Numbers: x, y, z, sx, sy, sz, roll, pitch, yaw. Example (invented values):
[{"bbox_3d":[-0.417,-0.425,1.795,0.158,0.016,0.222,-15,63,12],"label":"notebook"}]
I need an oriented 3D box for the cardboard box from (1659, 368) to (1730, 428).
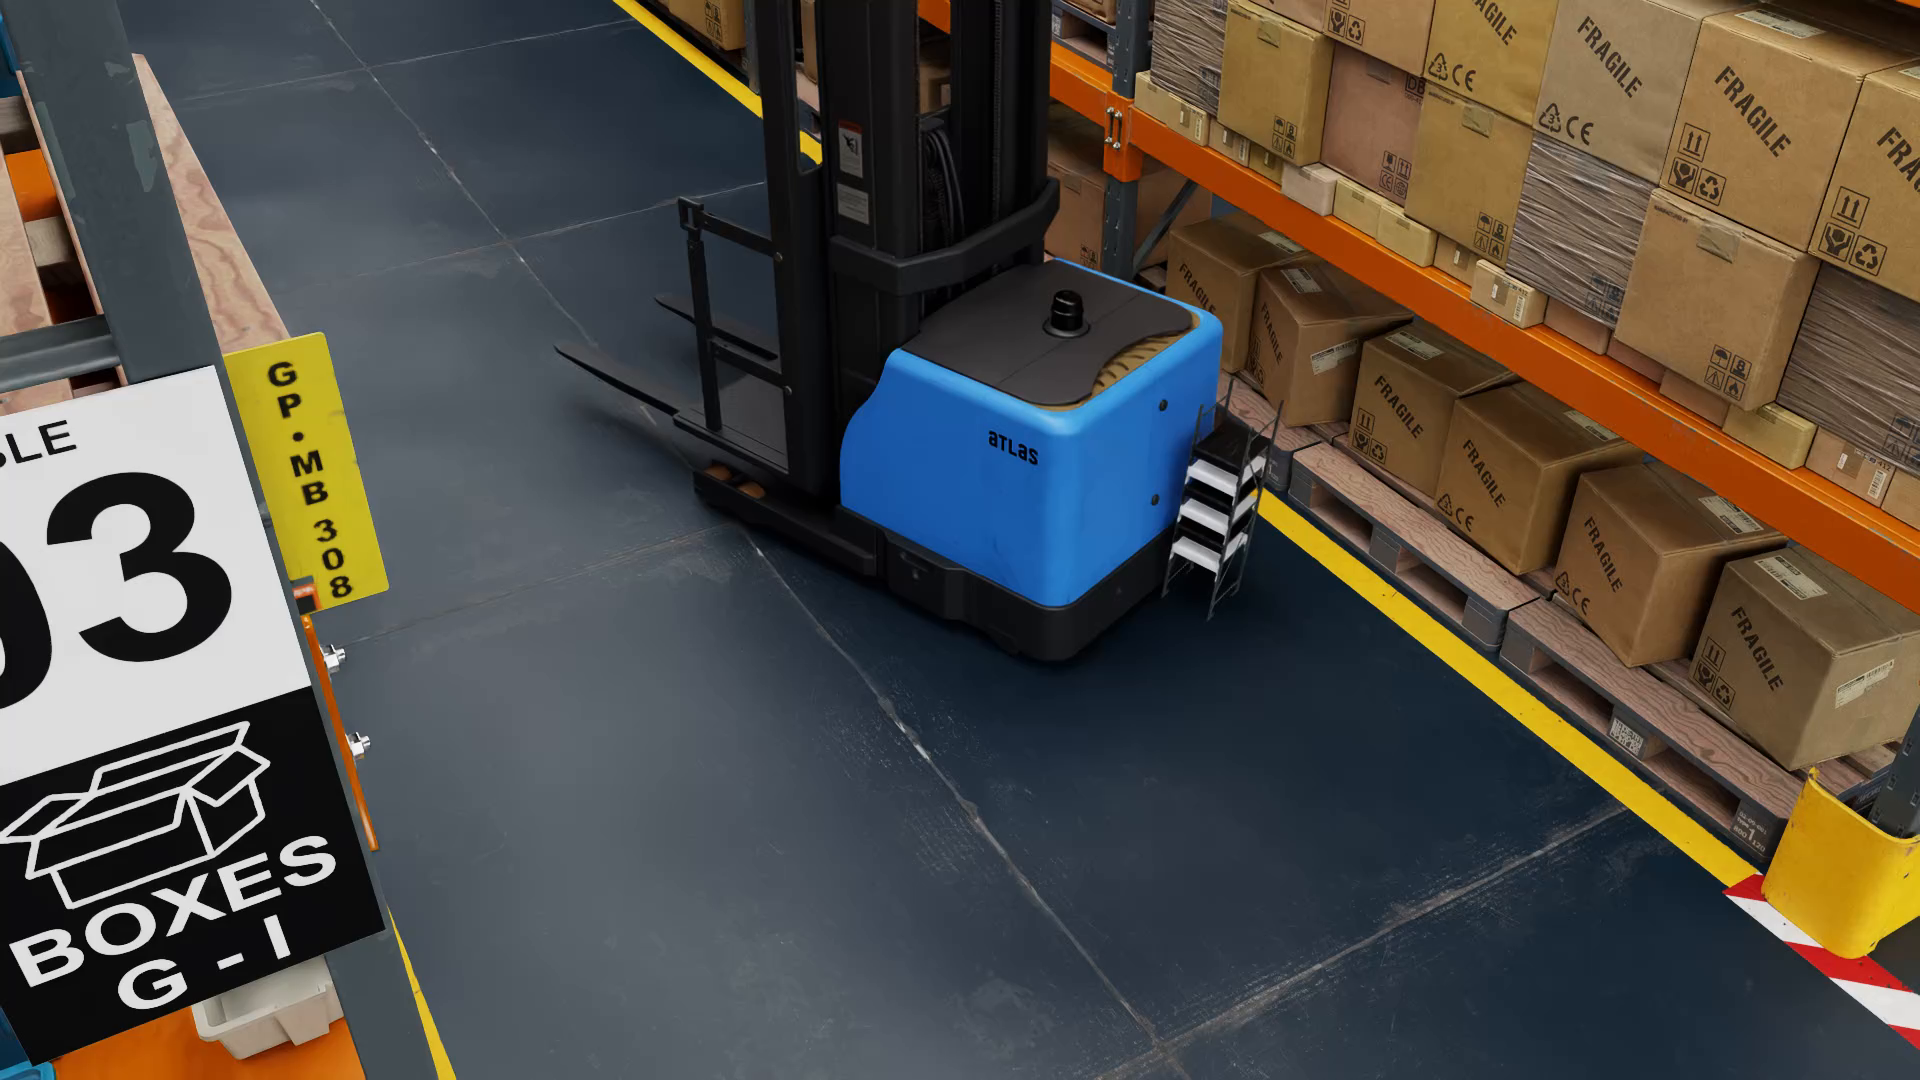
[{"bbox_3d":[2.395,-0.509,5.117,0.380,0.149,0.250,-19,40,-24],"label":"cardboard box"}]

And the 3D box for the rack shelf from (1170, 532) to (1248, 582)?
[{"bbox_3d":[0.949,0.026,6.299,0.200,0.077,0.258,28,44,25],"label":"rack shelf"}]

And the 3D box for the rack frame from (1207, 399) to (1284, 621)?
[{"bbox_3d":[1.046,-0.096,6.121,0.006,0.900,0.240,28,44,25],"label":"rack frame"}]

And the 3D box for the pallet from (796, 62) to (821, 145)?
[{"bbox_3d":[-0.504,-2.709,10.280,1.003,0.211,1.213,-19,40,-24],"label":"pallet"}]

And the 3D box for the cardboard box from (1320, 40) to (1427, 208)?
[{"bbox_3d":[1.846,-1.617,6.083,0.875,0.500,0.500,-19,40,-24],"label":"cardboard box"}]

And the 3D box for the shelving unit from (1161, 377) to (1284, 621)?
[{"bbox_3d":[0.965,-0.139,6.164,0.210,0.900,0.258,28,44,25],"label":"shelving unit"}]

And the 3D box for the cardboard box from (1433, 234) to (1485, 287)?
[{"bbox_3d":[1.892,-1.019,5.815,0.380,0.149,0.250,-19,40,-24],"label":"cardboard box"}]

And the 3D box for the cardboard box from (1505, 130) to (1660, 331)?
[{"bbox_3d":[2.302,-1.091,5.363,0.875,0.500,0.500,-19,40,-24],"label":"cardboard box"}]

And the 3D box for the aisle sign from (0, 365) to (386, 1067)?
[{"bbox_3d":[-0.869,0.213,1.711,0.394,0.787,0.004,-19,40,-24],"label":"aisle sign"}]

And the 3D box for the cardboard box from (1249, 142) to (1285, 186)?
[{"bbox_3d":[1.360,-1.519,6.499,0.380,0.149,0.250,-19,40,-24],"label":"cardboard box"}]

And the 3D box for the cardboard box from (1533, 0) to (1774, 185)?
[{"bbox_3d":[2.129,-1.435,4.987,0.500,0.500,0.500,-19,40,-24],"label":"cardboard box"}]

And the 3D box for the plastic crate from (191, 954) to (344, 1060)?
[{"bbox_3d":[-1.330,0.868,3.242,0.298,0.136,0.250,-19,40,-24],"label":"plastic crate"}]

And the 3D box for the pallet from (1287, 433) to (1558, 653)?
[{"bbox_3d":[2.099,-0.113,6.726,1.003,0.211,1.213,-19,40,-24],"label":"pallet"}]

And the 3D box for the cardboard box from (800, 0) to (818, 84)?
[{"bbox_3d":[-0.541,-3.067,10.152,0.700,0.500,0.500,-21,41,-26],"label":"cardboard box"}]

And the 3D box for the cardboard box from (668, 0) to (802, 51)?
[{"bbox_3d":[-1.224,-3.904,10.997,1.225,0.875,0.875,-21,41,-26],"label":"cardboard box"}]

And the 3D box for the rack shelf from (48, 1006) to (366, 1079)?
[{"bbox_3d":[-2.163,0.584,4.018,1.077,0.370,4.000,-19,40,-24],"label":"rack shelf"}]

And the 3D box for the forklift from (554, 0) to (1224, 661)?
[{"bbox_3d":[-0.478,-1.469,6.277,3.031,2.935,1.130,26,44,31],"label":"forklift"}]

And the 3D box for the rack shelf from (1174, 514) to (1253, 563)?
[{"bbox_3d":[0.955,-0.044,6.242,0.200,0.077,0.258,28,44,25],"label":"rack shelf"}]

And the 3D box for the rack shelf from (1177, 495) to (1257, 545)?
[{"bbox_3d":[0.962,-0.113,6.185,0.200,0.077,0.258,28,44,25],"label":"rack shelf"}]

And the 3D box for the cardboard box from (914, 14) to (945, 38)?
[{"bbox_3d":[-0.258,-3.105,9.569,0.500,0.250,0.500,-14,39,-19],"label":"cardboard box"}]

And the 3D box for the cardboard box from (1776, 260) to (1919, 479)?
[{"bbox_3d":[2.871,-0.604,4.696,0.875,0.500,0.500,-19,40,-24],"label":"cardboard box"}]

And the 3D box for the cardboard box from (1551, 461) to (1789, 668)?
[{"bbox_3d":[2.495,0.067,5.878,0.500,0.500,0.500,-9,37,-12],"label":"cardboard box"}]

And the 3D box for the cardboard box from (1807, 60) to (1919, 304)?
[{"bbox_3d":[2.634,-0.926,4.290,0.500,0.500,0.500,-19,40,-24],"label":"cardboard box"}]

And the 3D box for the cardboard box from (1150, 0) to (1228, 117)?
[{"bbox_3d":[1.287,-2.107,6.755,0.875,0.500,0.500,-19,40,-24],"label":"cardboard box"}]

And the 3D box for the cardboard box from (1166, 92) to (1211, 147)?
[{"bbox_3d":[1.077,-1.763,6.833,0.380,0.149,0.250,-19,40,-24],"label":"cardboard box"}]

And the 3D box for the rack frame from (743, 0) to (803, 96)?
[{"bbox_3d":[-0.895,-4.234,10.004,1.000,3.000,0.127,-19,40,-24],"label":"rack frame"}]

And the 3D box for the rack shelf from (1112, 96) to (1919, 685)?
[{"bbox_3d":[2.119,-0.884,6.027,1.077,0.370,4.000,-19,40,-24],"label":"rack shelf"}]

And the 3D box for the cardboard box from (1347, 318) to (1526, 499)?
[{"bbox_3d":[1.955,-0.556,6.731,0.500,0.500,0.500,-23,42,-28],"label":"cardboard box"}]

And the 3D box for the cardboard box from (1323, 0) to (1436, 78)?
[{"bbox_3d":[1.624,-1.944,5.684,0.500,0.500,0.500,-19,40,-24],"label":"cardboard box"}]

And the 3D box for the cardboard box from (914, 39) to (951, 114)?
[{"bbox_3d":[0.039,-2.501,9.377,0.700,0.500,0.500,-16,39,-20],"label":"cardboard box"}]

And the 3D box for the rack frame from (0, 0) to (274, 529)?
[{"bbox_3d":[-1.159,-1.110,0.640,1.000,3.000,0.127,-19,40,-24],"label":"rack frame"}]

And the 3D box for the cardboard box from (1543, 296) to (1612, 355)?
[{"bbox_3d":[2.160,-0.770,5.474,0.380,0.149,0.250,-19,40,-24],"label":"cardboard box"}]

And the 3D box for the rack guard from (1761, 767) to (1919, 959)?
[{"bbox_3d":[3.086,0.816,5.209,1.175,0.500,0.348,-19,40,-24],"label":"rack guard"}]

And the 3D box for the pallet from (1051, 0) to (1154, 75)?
[{"bbox_3d":[0.856,-2.550,7.861,1.003,0.211,1.213,-19,40,-24],"label":"pallet"}]

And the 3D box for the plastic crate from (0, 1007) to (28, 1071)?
[{"bbox_3d":[-1.990,0.874,3.137,0.499,0.251,0.408,-19,40,-24],"label":"plastic crate"}]

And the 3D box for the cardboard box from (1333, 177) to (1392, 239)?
[{"bbox_3d":[1.611,-1.264,6.150,0.380,0.149,0.250,-19,40,-24],"label":"cardboard box"}]

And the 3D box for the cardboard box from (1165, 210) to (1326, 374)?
[{"bbox_3d":[1.281,-1.139,7.529,0.500,0.500,0.500,-20,41,-25],"label":"cardboard box"}]

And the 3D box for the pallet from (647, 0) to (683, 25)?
[{"bbox_3d":[-1.835,-4.154,12.259,1.003,0.211,1.213,-19,40,-24],"label":"pallet"}]

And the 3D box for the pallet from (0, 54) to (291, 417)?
[{"bbox_3d":[-1.490,-0.273,2.197,1.003,0.211,1.213,-19,40,-24],"label":"pallet"}]

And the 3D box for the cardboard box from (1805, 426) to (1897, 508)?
[{"bbox_3d":[2.677,-0.265,4.783,0.380,0.149,0.250,-19,40,-24],"label":"cardboard box"}]

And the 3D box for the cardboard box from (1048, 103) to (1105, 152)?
[{"bbox_3d":[0.601,-1.931,8.597,0.700,0.500,0.500,-19,40,-24],"label":"cardboard box"}]
